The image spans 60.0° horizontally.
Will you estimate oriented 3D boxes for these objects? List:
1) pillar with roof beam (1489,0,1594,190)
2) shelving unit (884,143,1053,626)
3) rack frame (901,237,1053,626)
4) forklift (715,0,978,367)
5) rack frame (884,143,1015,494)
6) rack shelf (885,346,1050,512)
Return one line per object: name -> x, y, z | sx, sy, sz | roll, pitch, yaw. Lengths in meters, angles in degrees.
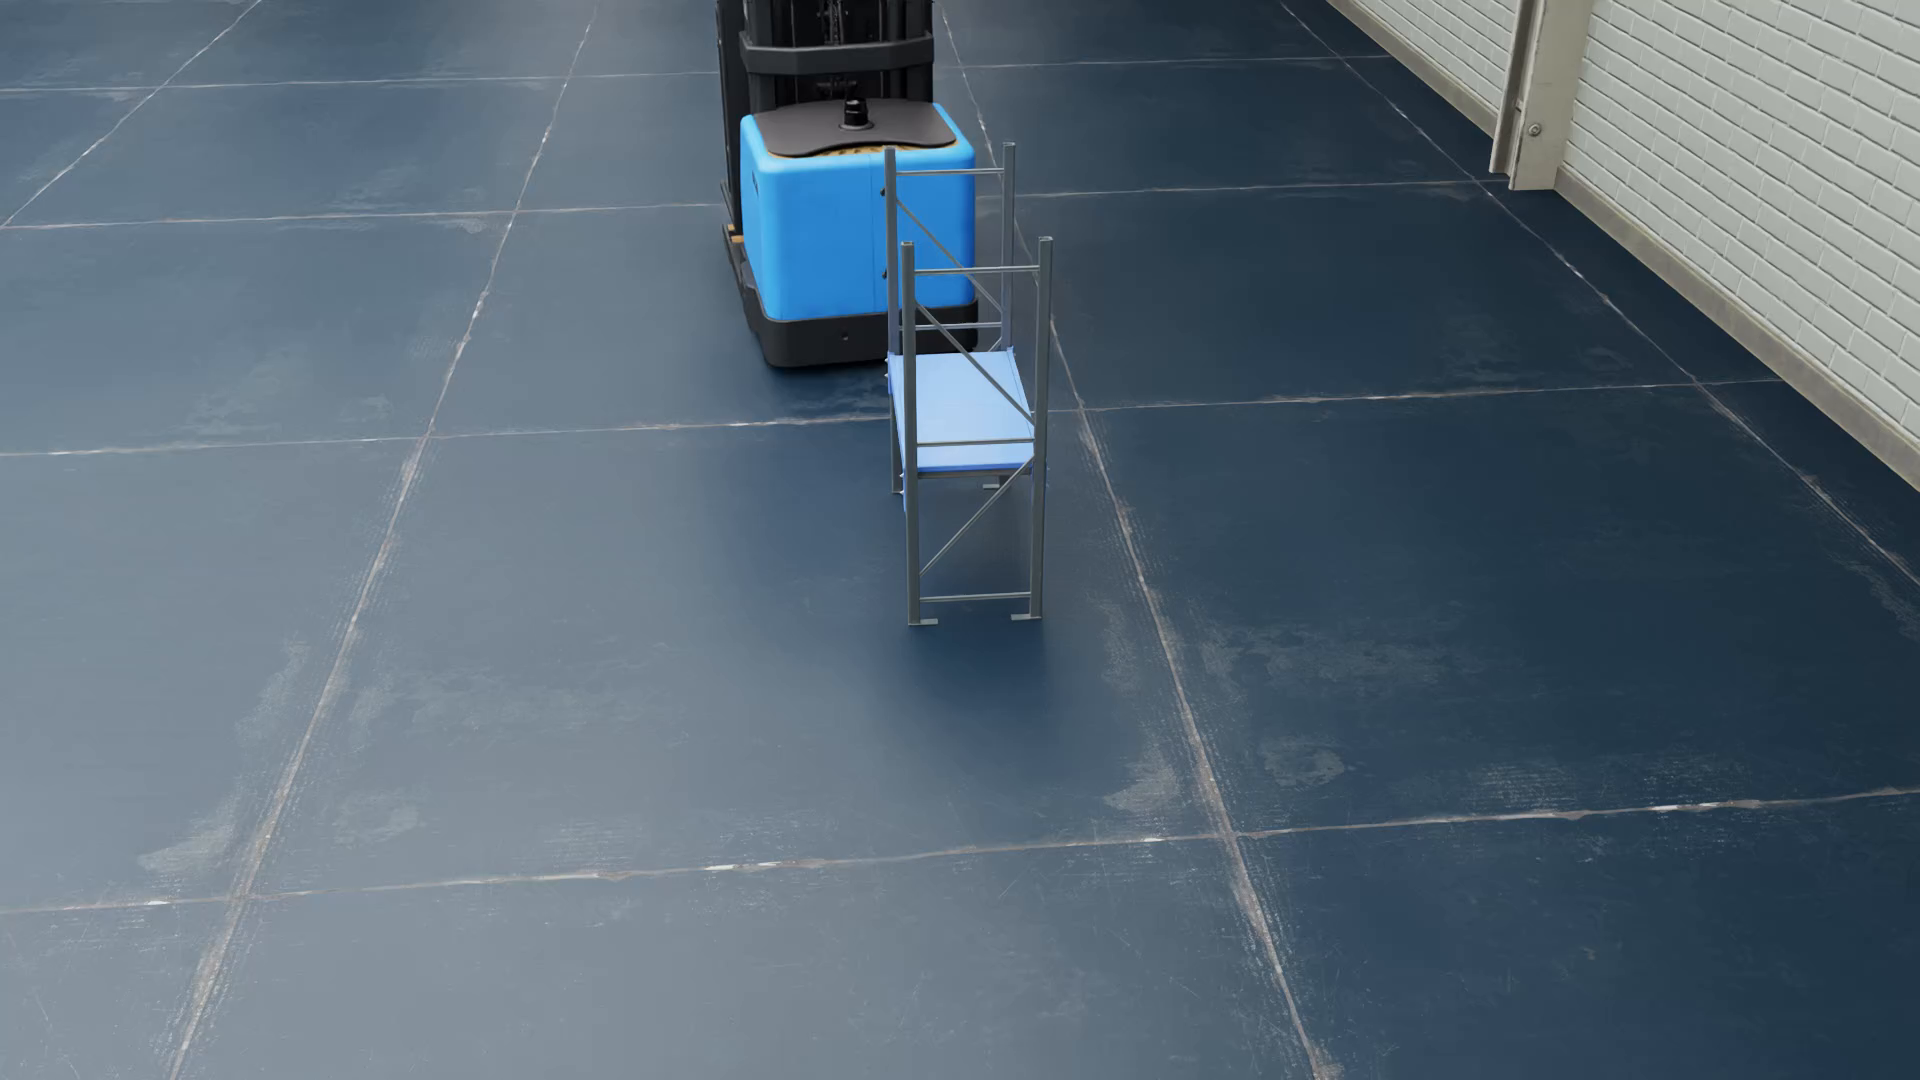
pillar with roof beam -> -0.696, -5.956, 7.947 | 9.100, 9.000, 0.400 | -3, 31, -5
shelving unit -> 0.008, -0.600, 6.292 | 0.538, 1.500, 1.048 | -3, 31, -5
rack frame -> 0.055, -0.341, 5.858 | 0.500, 1.500, 0.032 | -3, 31, -5
forklift -> -0.736, -2.832, 8.633 | 1.130, 2.935, 3.031 | -7, 31, -11
rack frame -> -0.040, -0.860, 6.727 | 0.500, 1.500, 0.032 | -3, 31, -5
rack shelf -> 0.008, -0.446, 6.385 | 0.538, 0.185, 1.000 | -3, 31, -5
